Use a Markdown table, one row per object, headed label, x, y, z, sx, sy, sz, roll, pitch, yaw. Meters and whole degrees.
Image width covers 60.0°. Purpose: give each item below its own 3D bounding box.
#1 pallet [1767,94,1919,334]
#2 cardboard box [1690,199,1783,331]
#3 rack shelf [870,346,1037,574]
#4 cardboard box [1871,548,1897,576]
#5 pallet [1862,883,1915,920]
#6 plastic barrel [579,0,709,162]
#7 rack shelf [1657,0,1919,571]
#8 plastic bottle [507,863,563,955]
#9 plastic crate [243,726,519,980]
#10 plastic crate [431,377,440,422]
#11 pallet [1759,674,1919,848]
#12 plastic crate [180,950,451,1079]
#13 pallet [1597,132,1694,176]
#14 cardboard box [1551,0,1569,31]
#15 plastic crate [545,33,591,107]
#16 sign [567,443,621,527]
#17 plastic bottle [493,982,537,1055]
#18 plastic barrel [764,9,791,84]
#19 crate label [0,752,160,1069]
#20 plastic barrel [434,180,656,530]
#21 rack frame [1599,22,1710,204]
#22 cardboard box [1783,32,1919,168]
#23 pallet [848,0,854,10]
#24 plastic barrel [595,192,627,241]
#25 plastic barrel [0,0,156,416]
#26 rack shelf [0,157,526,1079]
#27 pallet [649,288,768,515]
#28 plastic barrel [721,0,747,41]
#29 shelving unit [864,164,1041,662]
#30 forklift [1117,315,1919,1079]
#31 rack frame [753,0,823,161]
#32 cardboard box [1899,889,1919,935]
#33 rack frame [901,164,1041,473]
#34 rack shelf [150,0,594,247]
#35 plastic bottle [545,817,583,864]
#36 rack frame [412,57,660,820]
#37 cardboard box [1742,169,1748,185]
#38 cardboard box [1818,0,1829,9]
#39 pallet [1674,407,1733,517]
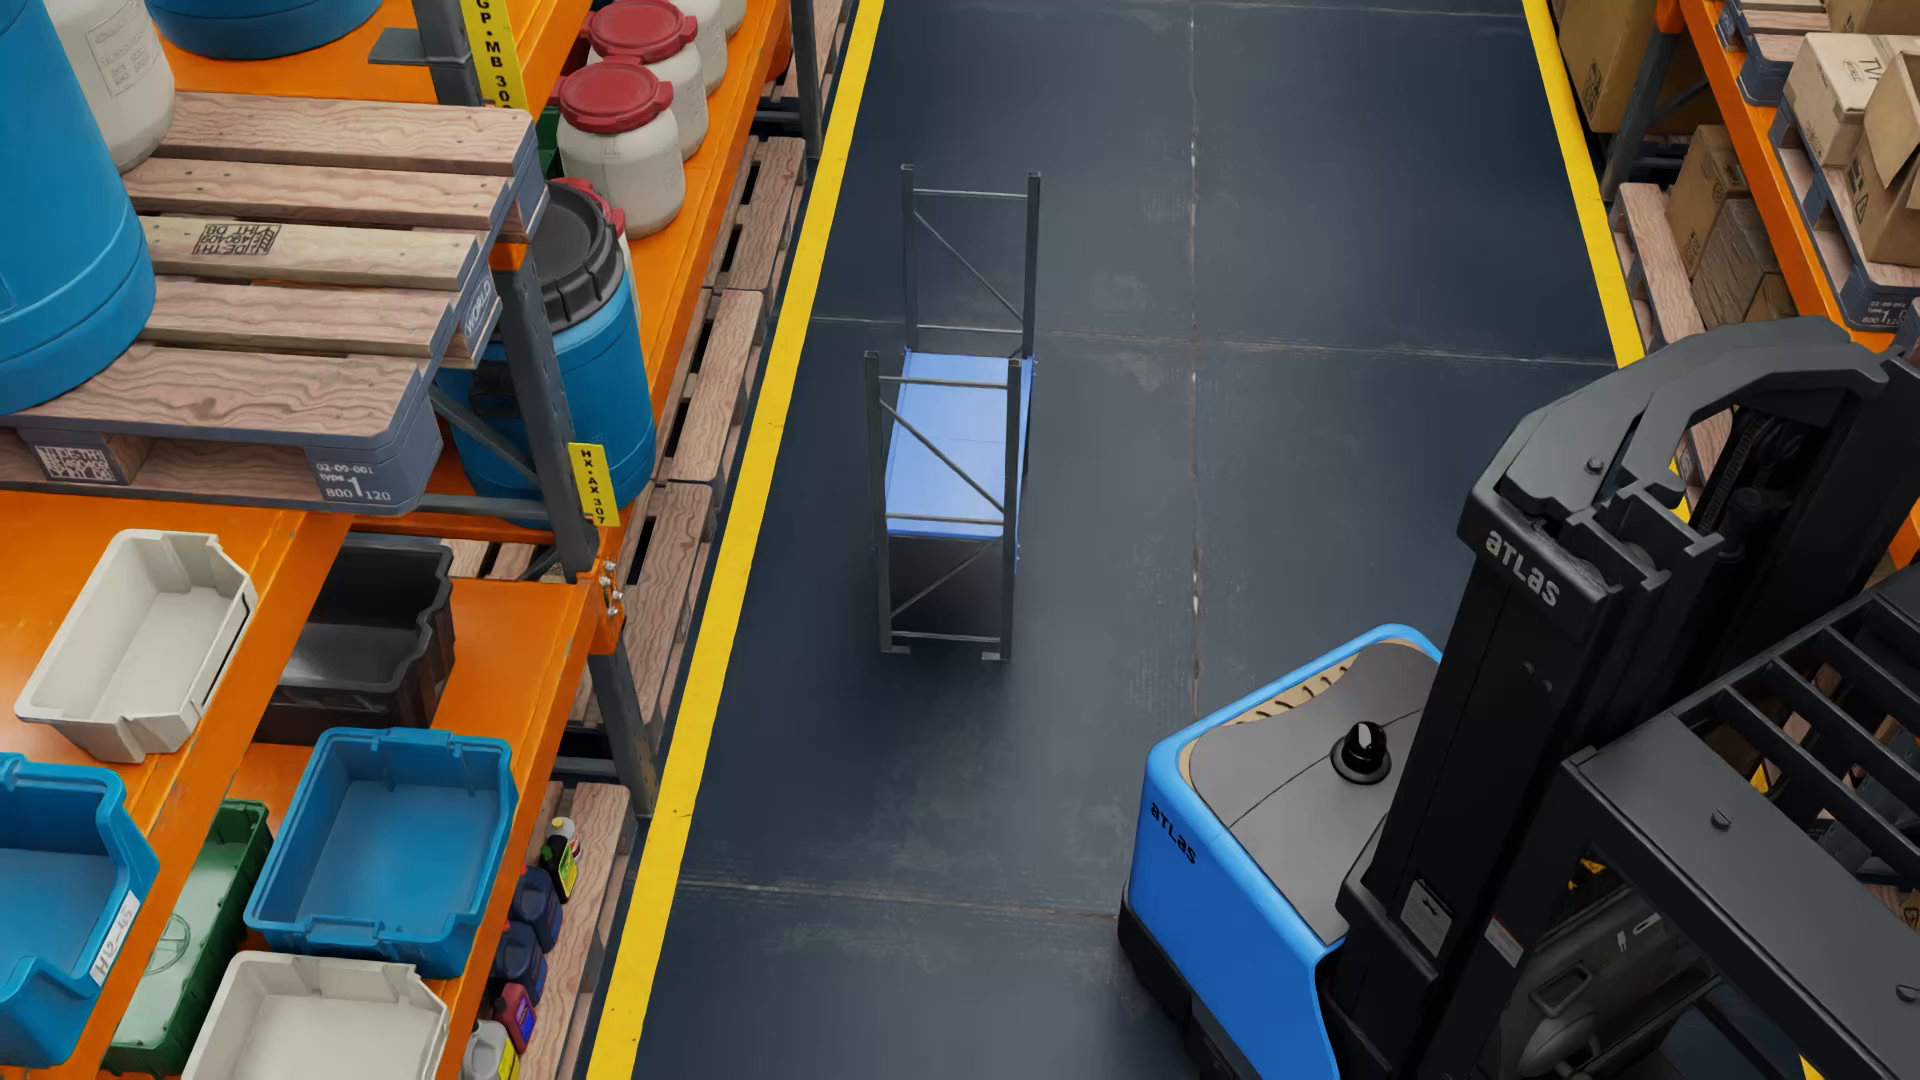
| label | x | y | z | sx | sy | sz | roll | pitch | yaw |
| --- | --- | --- | --- | --- | --- | --- | --- | --- | --- |
| pallet | 3.579 | -1.189 | 5.961 | 1.003 | 0.211 | 1.213 | 4 | 48 | 4 |
| cardboard box | 3.640 | -1.114 | 7.158 | 0.700 | 0.500 | 0.500 | 0 | 48 | 0 |
| rack shelf | -0.008 | -0.322 | 6.298 | 0.538 | 0.185 | 1.000 | 4 | 48 | 4 |
| cardboard box | 3.494 | 0.124 | 6.025 | 0.700 | 0.500 | 0.500 | 4 | 48 | 3 |
| pallet | 3.328 | 1.665 | 5.110 | 1.003 | 0.211 | 1.213 | 4 | 48 | 4 |
| plastic barrel | -1.167 | -1.696 | 6.202 | 0.433 | 0.535 | 0.433 | 0 | 48 | 0 |
| rack shelf | 3.536 | -0.999 | 6.144 | 1.077 | 0.370 | 4.000 | 4 | 48 | 4 |
| plastic bottle | -1.350 | 1.133 | 5.204 | 0.144 | 0.351 | 0.185 | 3 | 48 | 2 |
| plastic crate | -1.409 | 0.777 | 4.134 | 0.499 | 0.251 | 0.616 | 4 | 48 | 4 |
| plastic crate | -1.839 | -0.503 | 5.160 | 0.402 | 0.464 | 0.583 | 4 | 48 | 4 |
| pallet | 3.423 | 0.597 | 6.087 | 1.003 | 0.211 | 1.213 | 4 | 48 | 4 |
| plastic crate | -1.474 | 1.194 | 3.830 | 0.530 | 0.136 | 0.437 | 4 | 48 | 4 |
| pallet | 3.865 | -2.344 | 8.777 | 1.003 | 0.211 | 1.213 | 4 | 48 | 4 |
| cardboard box | 3.891 | -3.296 | 8.913 | 1.225 | 0.875 | 0.875 | 4 | 48 | 4 |
| plastic crate | -1.666 | -1.899 | 6.437 | 0.402 | 0.464 | 0.583 | 4 | 48 | 4 |
| sign | -1.032 | -0.153 | 4.696 | 0.100 | 0.325 | 0.005 | 4 | 48 | 4 |
| plastic bottle | -1.341 | 1.419 | 4.988 | 0.061 | 0.283 | 0.133 | 7 | 48 | 6 |
| plastic barrel | -1.186 | -2.814 | 8.503 | 0.600 | 0.830 | 0.708 | 4 | 48 | 4 |
| crate label | -1.443 | 0.519 | 2.336 | 0.502 | 0.251 | 0.408 | 4 | 48 | 4 |
| plastic barrel | -1.241 | -0.538 | 4.895 | 0.600 | 0.901 | 0.708 | 4 | 48 | 4 |
| rack frame | 3.719 | -2.711 | 7.223 | 1.000 | 3.000 | 0.127 | 4 | 48 | 4 |
| cardboard box | 3.337 | -1.586 | 6.011 | 0.500 | 0.250 | 0.500 | 3 | 48 | 2 |
| pallet | -1.070 | -3.579 | 9.907 | 1.003 | 0.211 | 1.213 | 4 | 48 | 4 |
| plastic barrel | -1.305 | -1.021 | 5.770 | 0.301 | 0.262 | 0.301 | 0 | 48 | 0 |
| plastic barrel | -1.776 | -0.704 | 2.730 | 0.600 | 0.901 | 0.708 | 4 | 48 | 4 |
| rack shelf | -1.761 | 0.595 | 2.654 | 1.077 | 0.370 | 4.000 | 4 | 48 | 4 |
| pallet | -1.437 | -0.642 | 7.221 | 1.003 | 0.211 | 1.213 | 4 | 48 | 4 |
| plastic barrel | -1.095 | -2.312 | 6.782 | 0.421 | 0.512 | 0.421 | 0 | 48 | 0 |
| shelving unit | -0.008 | -0.443 | 6.165 | 0.538 | 1.500 | 1.048 | 4 | 48 | 4 |
| forklift | 1.717 | 1.082 | 3.800 | 1.130 | 2.935 | 3.031 | -24 | 52 | -21 |
| rack frame | -1.214 | -3.044 | 7.528 | 1.000 | 3.000 | 0.127 | 4 | 48 | 4 |
| cardboard box | 3.278 | 1.221 | 5.036 | 0.500 | 0.500 | 0.500 | 3 | 48 | 2 |
| rack frame | 0.039 | -0.817 | 6.507 | 0.500 | 1.500 | 0.032 | 4 | 48 | 4 |
| rack shelf | -1.396 | -2.344 | 5.342 | 1.077 | 0.370 | 4.000 | 4 | 48 | 4 |
| plastic bottle | -1.301 | 0.979 | 5.446 | 0.097 | 0.201 | 0.097 | 0 | 48 | 0 |
| rack frame | -1.578 | -0.105 | 4.839 | 1.000 | 3.000 | 0.127 | 4 | 48 | 4 |
| cardboard box | 3.687 | -1.775 | 7.254 | 0.500 | 0.250 | 0.500 | 6 | 48 | 5 |
| cardboard box | 3.709 | -2.487 | 6.666 | 0.500 | 0.500 | 0.500 | -1 | 48 | -1 |
| pallet | 3.532 | -0.302 | 6.909 | 1.003 | 0.211 | 1.213 | 4 | 48 | 4 |
